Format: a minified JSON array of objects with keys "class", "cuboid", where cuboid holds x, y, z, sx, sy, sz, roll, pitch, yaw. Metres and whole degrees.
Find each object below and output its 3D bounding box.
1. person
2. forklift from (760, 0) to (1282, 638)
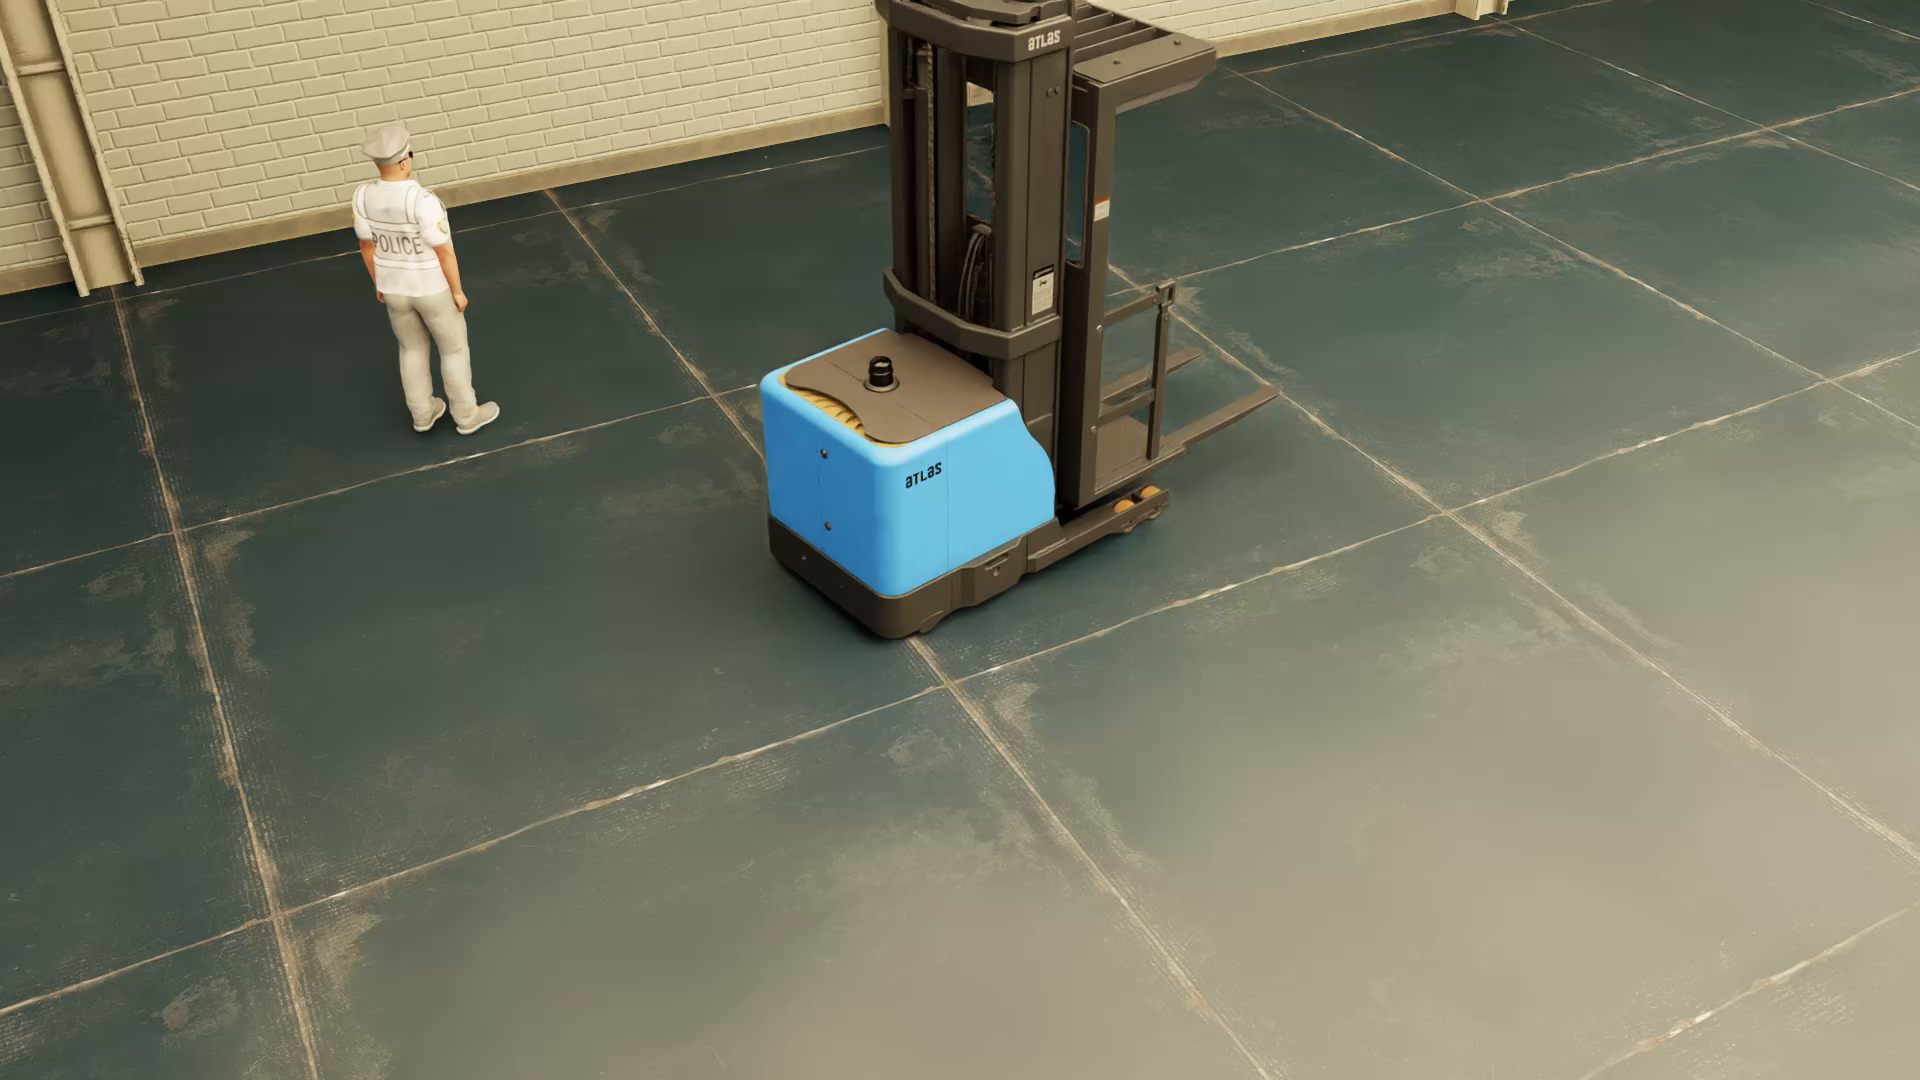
[{"class":"person","cuboid":[-2.958,-1.403,9.113,0.528,1.773,0.395,7,36,10]},{"class":"forklift","cuboid":[0.475,-1.446,8.169,3.031,2.935,1.130,-26,43,-32]}]
